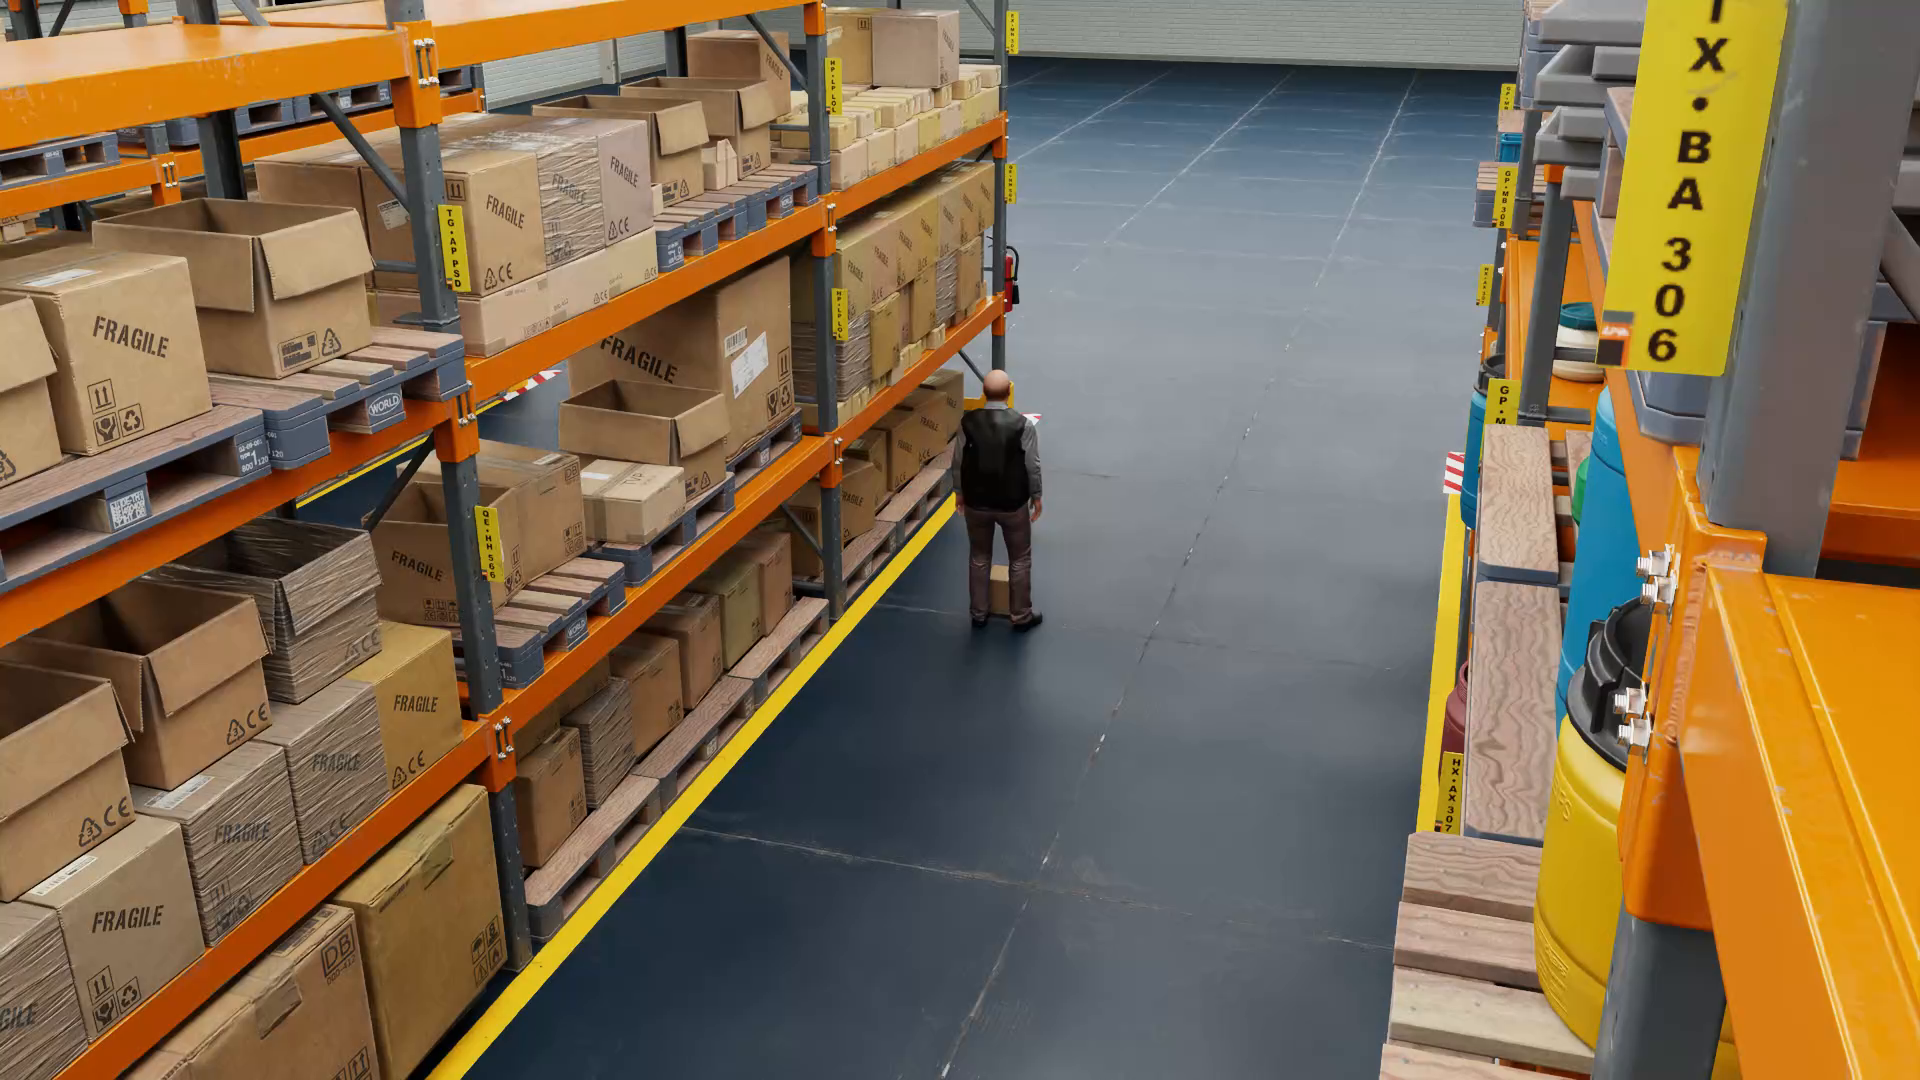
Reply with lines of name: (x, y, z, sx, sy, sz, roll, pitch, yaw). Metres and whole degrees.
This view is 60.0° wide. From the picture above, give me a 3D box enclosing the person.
person: (0.236, -0.242, 10.724, 0.593, 1.722, 0.416, 5, 22, 13)
